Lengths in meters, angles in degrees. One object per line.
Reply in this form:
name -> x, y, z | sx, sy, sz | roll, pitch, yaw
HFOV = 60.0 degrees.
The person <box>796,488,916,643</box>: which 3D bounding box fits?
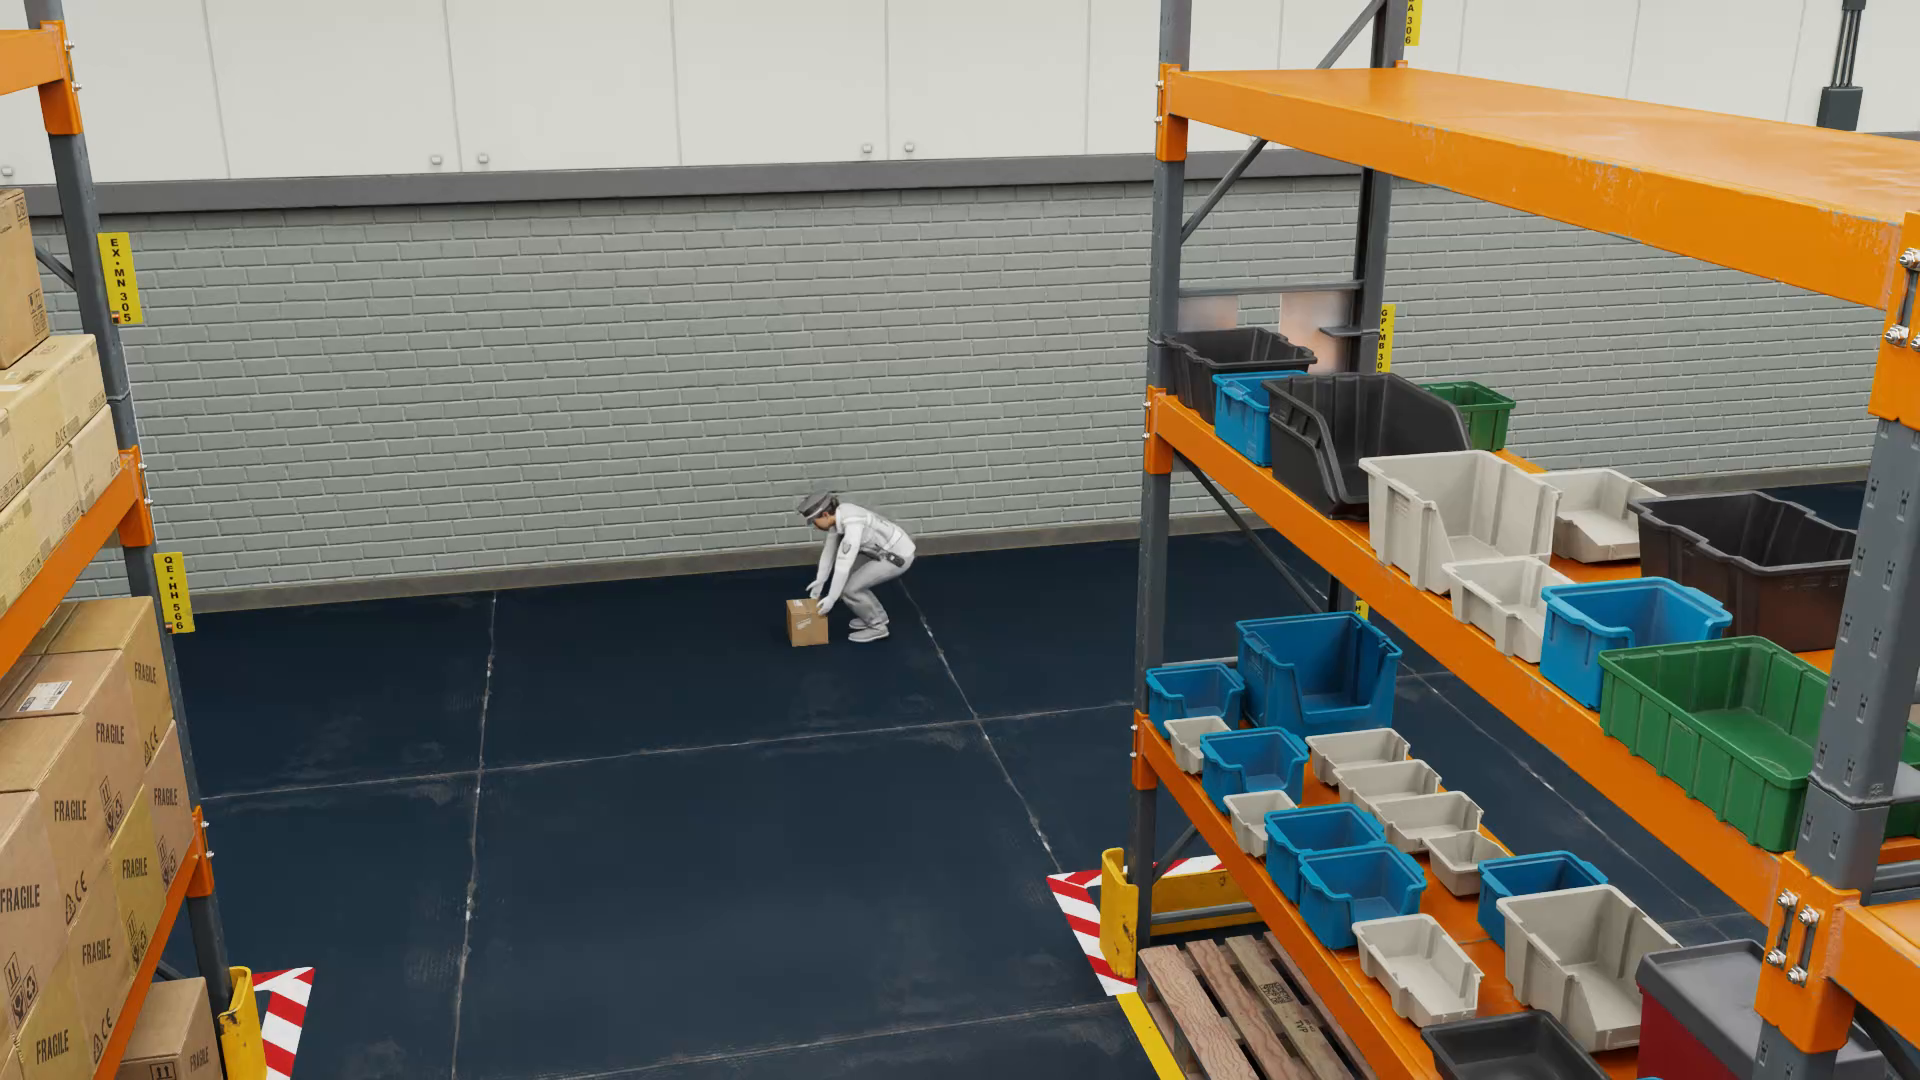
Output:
person -> -0.711, 0.157, 11.476 | 0.819, 1.101, 0.510 | -5, 20, -13
